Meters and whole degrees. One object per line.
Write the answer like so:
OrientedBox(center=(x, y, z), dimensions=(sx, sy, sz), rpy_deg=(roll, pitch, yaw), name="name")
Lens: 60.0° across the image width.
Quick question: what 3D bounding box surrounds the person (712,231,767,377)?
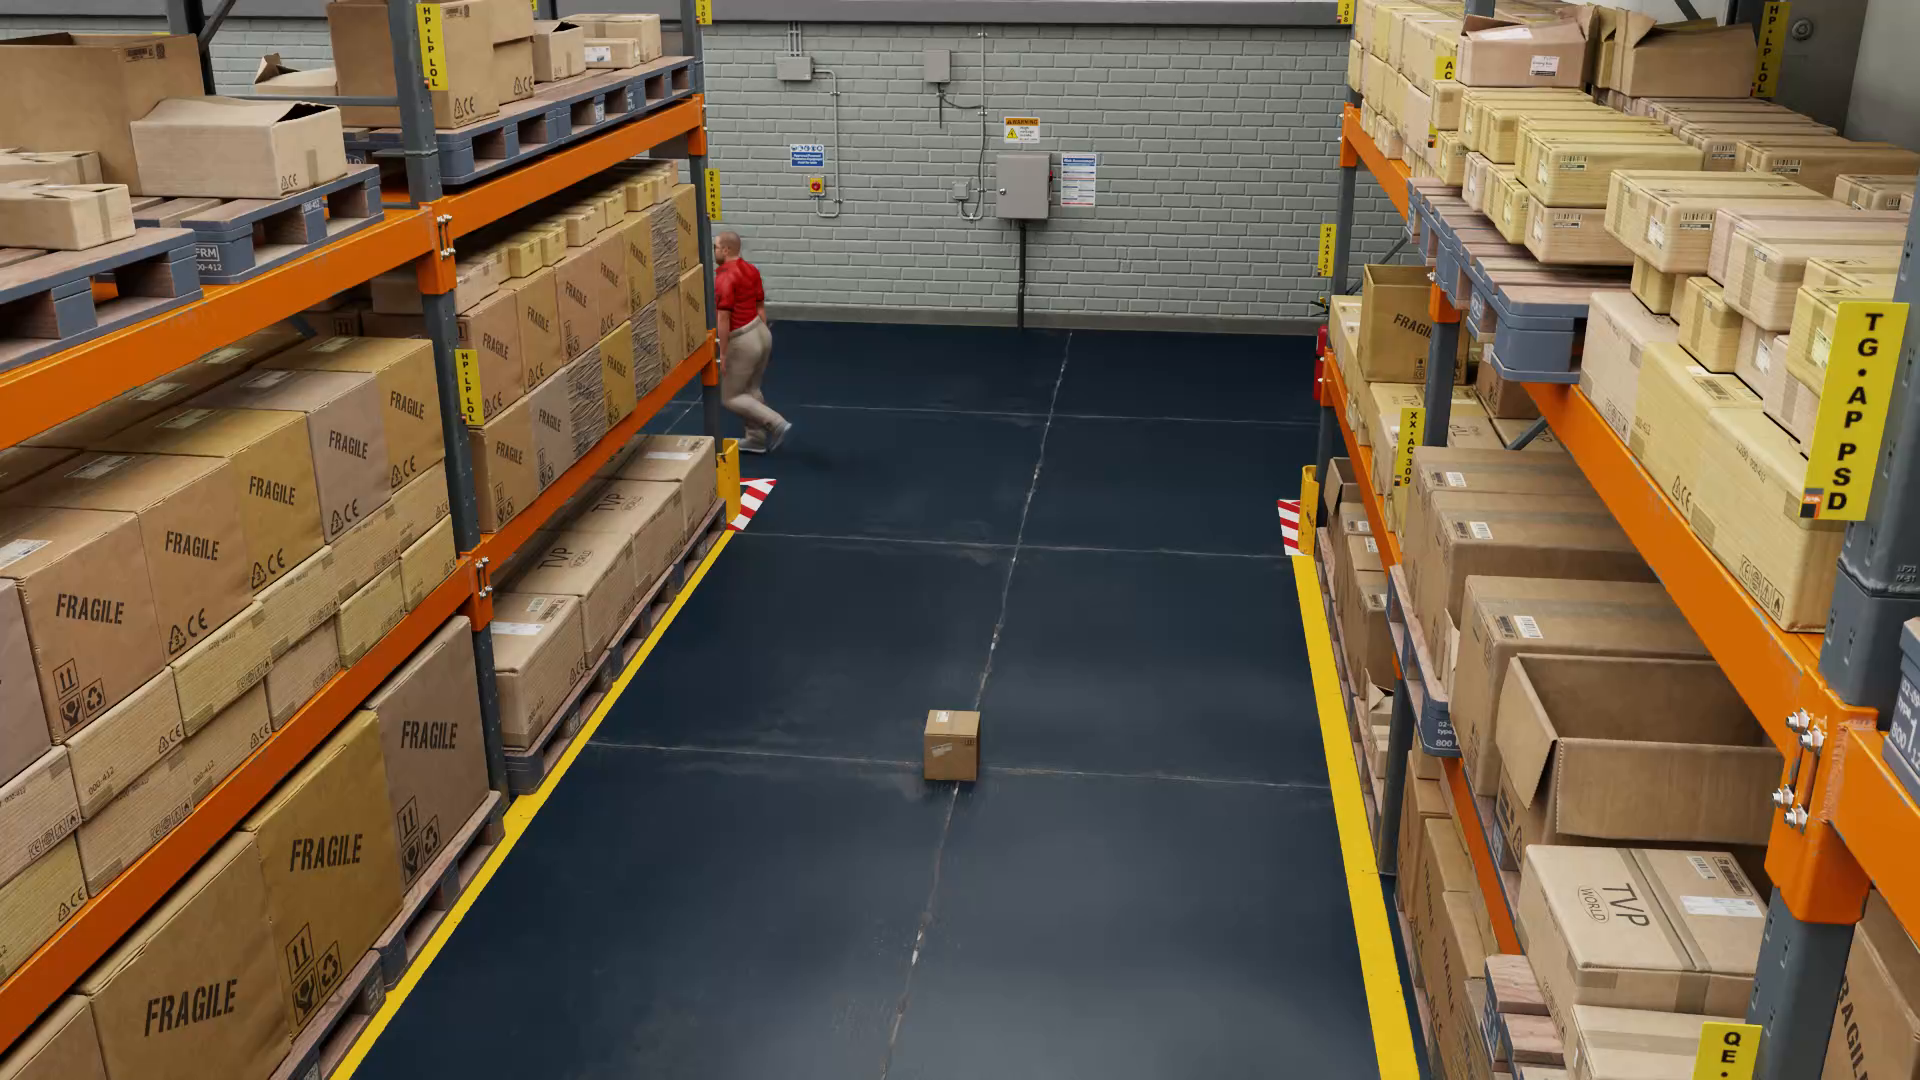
OrientedBox(center=(-1.670, -1.751, 12.219), dimensions=(0.304, 1.034, 0.583), rpy_deg=(8, 22, 19), name="person")
